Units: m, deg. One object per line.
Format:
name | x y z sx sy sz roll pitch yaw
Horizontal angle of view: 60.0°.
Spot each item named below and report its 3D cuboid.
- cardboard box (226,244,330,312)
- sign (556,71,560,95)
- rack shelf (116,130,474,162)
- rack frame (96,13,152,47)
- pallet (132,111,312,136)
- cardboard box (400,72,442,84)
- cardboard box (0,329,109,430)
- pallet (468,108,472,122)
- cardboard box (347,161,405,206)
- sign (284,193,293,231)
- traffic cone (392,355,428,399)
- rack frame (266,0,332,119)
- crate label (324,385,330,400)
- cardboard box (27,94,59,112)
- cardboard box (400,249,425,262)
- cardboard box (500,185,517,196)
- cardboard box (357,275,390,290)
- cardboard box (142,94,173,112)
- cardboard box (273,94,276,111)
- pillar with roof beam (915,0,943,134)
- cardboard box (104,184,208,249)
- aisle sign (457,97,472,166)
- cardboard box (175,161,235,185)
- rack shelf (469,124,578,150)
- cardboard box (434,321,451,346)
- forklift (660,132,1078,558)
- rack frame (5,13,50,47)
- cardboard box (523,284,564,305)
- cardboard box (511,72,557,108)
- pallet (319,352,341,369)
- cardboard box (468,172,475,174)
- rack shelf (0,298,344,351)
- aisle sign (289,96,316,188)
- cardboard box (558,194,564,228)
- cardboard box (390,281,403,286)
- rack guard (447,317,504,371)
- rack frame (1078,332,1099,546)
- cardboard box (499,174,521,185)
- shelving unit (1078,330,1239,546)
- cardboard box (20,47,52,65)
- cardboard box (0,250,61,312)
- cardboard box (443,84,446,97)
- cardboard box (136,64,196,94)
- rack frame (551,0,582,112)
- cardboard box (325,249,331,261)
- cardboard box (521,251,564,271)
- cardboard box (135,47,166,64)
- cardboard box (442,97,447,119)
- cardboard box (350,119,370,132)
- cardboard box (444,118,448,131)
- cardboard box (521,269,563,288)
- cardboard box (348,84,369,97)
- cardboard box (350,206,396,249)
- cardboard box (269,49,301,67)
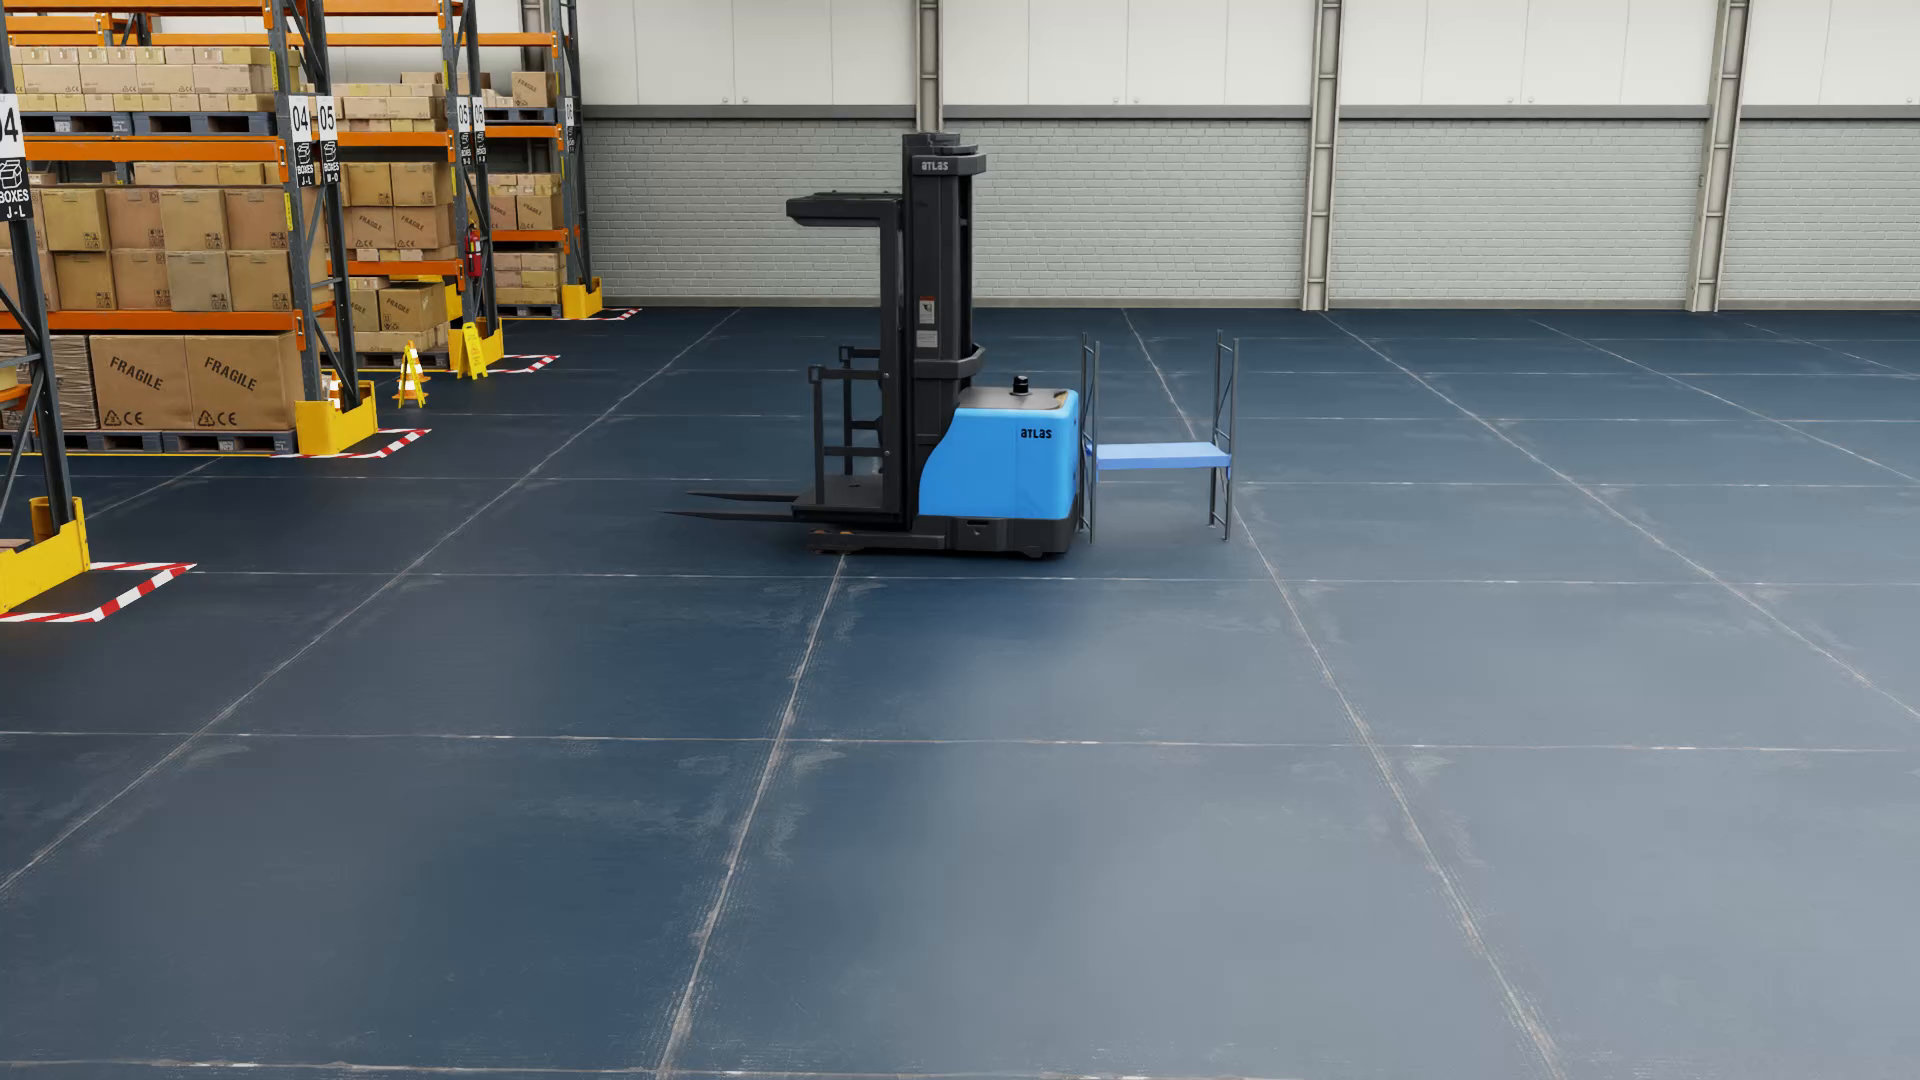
cardboard box | -6.308 -2.442 15.421 0.550 0.550 0.875 0 15 1
sign | -5.815 -6.609 24.050 0.005 0.325 0.100 0 15 1
rack shelf | -7.910 -4.757 20.021 4.000 0.370 1.077 0 15 1
rack frame | -9.909 -6.568 19.596 0.127 3.000 1.000 0 15 1
pallet | -6.678 -3.788 15.112 1.213 0.211 1.003 0 15 1
cardboard box | -7.841 -6.645 24.547 0.637 0.503 0.797 1 15 3
cardboard box | -8.406 -1.553 15.689 0.875 0.875 0.875 0 15 2
pallet | -7.716 -6.333 24.759 1.213 0.211 1.003 0 15 1
cardboard box | -6.932 -4.270 19.905 0.500 0.500 0.700 1 15 2
sign | -5.964 -2.915 14.773 0.005 0.325 0.100 0 15 1
traffic cone | -6.062 -1.803 18.268 0.334 0.463 0.336 0 15 1
rack frame | -5.936 -5.279 14.710 0.127 3.000 1.000 0 15 1
crate label | -6.849 -1.635 18.269 0.298 0.136 0.250 -8 17 -28
cardboard box | -8.059 -3.886 14.782 0.250 0.149 0.380 1 15 2
cardboard box | -6.546 -3.441 19.996 0.250 0.149 0.380 0 15 1
cardboard box | -6.655 -5.211 24.746 0.250 0.149 0.380 1 15 2
cardboard box | -7.087 -3.115 20.093 0.250 0.149 0.380 1 15 3
cardboard box | -7.038 -3.880 14.758 0.250 0.149 0.380 1 15 2
cardboard box | -6.270 -4.043 15.376 0.250 0.149 0.380 0 15 2
pillar with roof beam | -0.572 -6.905 20.874 0.400 9.000 9.100 0 15 1
cardboard box | -7.414 -3.004 15.434 0.550 0.550 0.875 0 15 1
aisle sign | -5.856 -4.824 19.649 0.004 0.787 0.394 0 15 1
cardboard box | -8.965 -4.276 19.928 0.500 0.500 0.700 0 15 2
rack shelf | -7.787 -6.023 24.819 4.000 0.370 1.077 0 15 1
cardboard box | -6.710 -2.591 20.847 0.500 0.250 0.500 0 15 1
forklift | -0.666 -1.442 12.059 3.031 2.935 1.130 2 15 8
rack frame | -13.785 -7.860 24.492 0.127 3.000 1.000 0 15 1
cardboard box | -6.265 -3.703 25.064 0.500 0.250 0.500 0 15 2
cardboard box | -6.236 -6.598 24.374 0.500 0.500 0.500 1 15 3
pallet | -8.014 -2.317 20.707 1.213 0.211 1.003 0 15 1
cardboard box | -7.414 -5.506 25.278 0.250 0.149 0.380 0 15 0
rack shelf | -7.935 -2.044 15.616 4.000 0.370 1.077 0 15 1
aisle sign | -5.873 -3.558 14.852 0.004 0.787 0.394 0 15 1
cardboard box | -6.276 -5.030 25.328 0.500 0.500 0.500 1 15 3
cardboard box | -7.256 -2.956 20.760 0.500 0.500 0.500 0 15 -1
rack guard | -5.986 -2.433 20.583 0.348 0.500 1.175 0 15 1
rack frame | 0.946 -0.745 12.223 0.032 1.500 0.500 -2 15 -6
cardboard box | -6.660 -5.350 24.688 0.250 0.149 0.380 1 15 3
shelving unit | 1.450 -0.760 12.280 1.048 1.500 0.538 -2 15 -6
cardboard box | -8.058 -4.271 14.680 0.250 0.149 0.380 0 15 1
cardboard box | -8.478 -2.446 15.438 0.550 0.550 0.875 0 15 1
cardboard box | -6.260 -5.410 20.016 0.250 0.149 0.380 0 15 1
cardboard box | -6.932 -4.087 14.762 0.500 0.250 0.500 0 15 2
rack frame | -5.787 -7.808 24.295 0.127 3.000 1.000 0 15 1
cardboard box | -7.570 -3.458 20.061 0.250 0.149 0.380 0 15 1
cardboard box | -6.256 -4.188 24.940 0.500 0.250 0.500 1 15 3
cardboard box | -7.046 -4.265 14.655 0.250 0.149 0.380 1 15 2
cardboard box | -6.406 -5.234 20.131 0.500 0.250 0.500 0 15 0
cardboard box | -7.040 -4.924 19.735 0.250 0.149 0.380 0 15 2
cardboard box | -6.234 -5.055 20.234 0.250 0.149 0.380 0 15 1
cardboard box | -6.282 -3.946 25.003 0.500 0.250 0.500 0 15 1
cardboard box | -7.021 -5.306 19.621 0.250 0.149 0.380 0 15 2
cardboard box | -6.960 -3.771 19.975 0.500 0.500 0.500 0 15 2
cardboard box | -6.261 -4.428 15.272 0.250 0.149 0.380 1 15 2
